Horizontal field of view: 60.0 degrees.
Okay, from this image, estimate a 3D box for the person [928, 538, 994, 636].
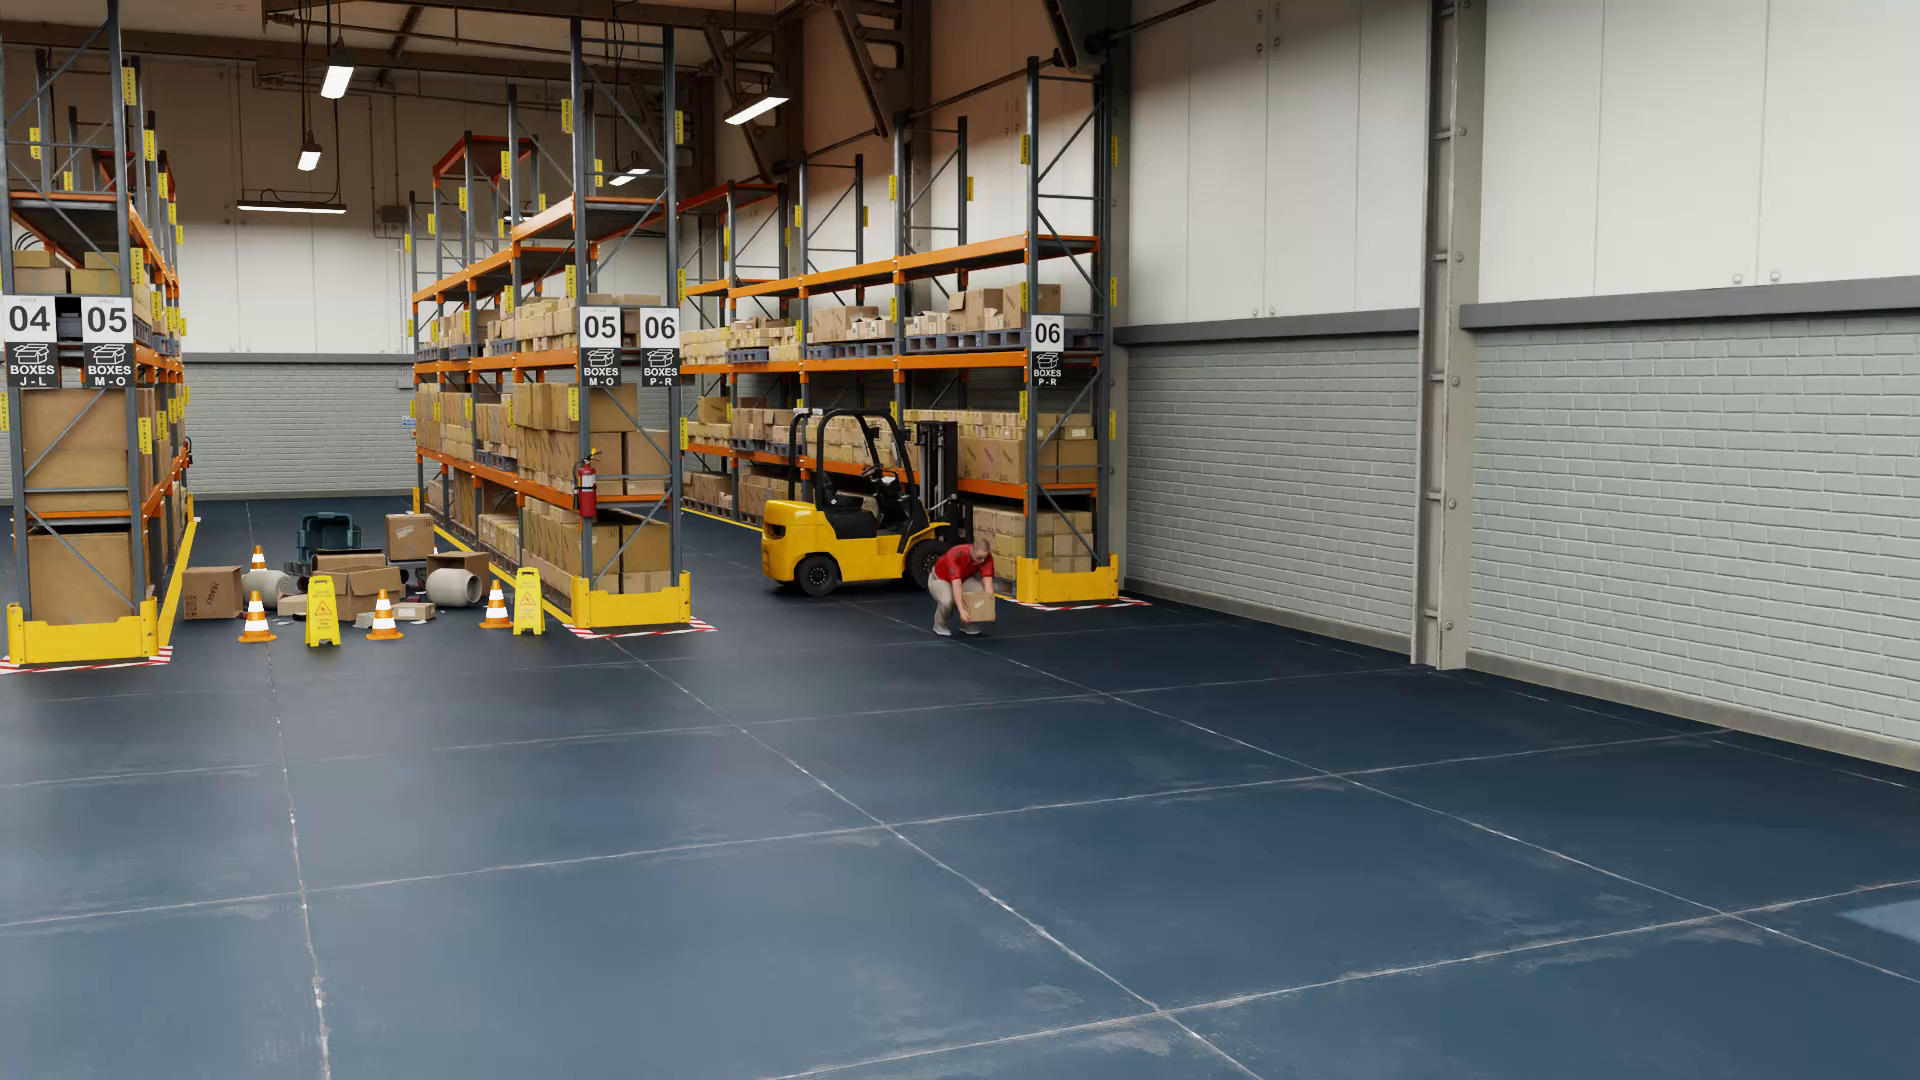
[{"bbox_3d":[0.028,0.444,16.152,0.533,0.987,0.890,-3,6,-25],"label":"person"}]
